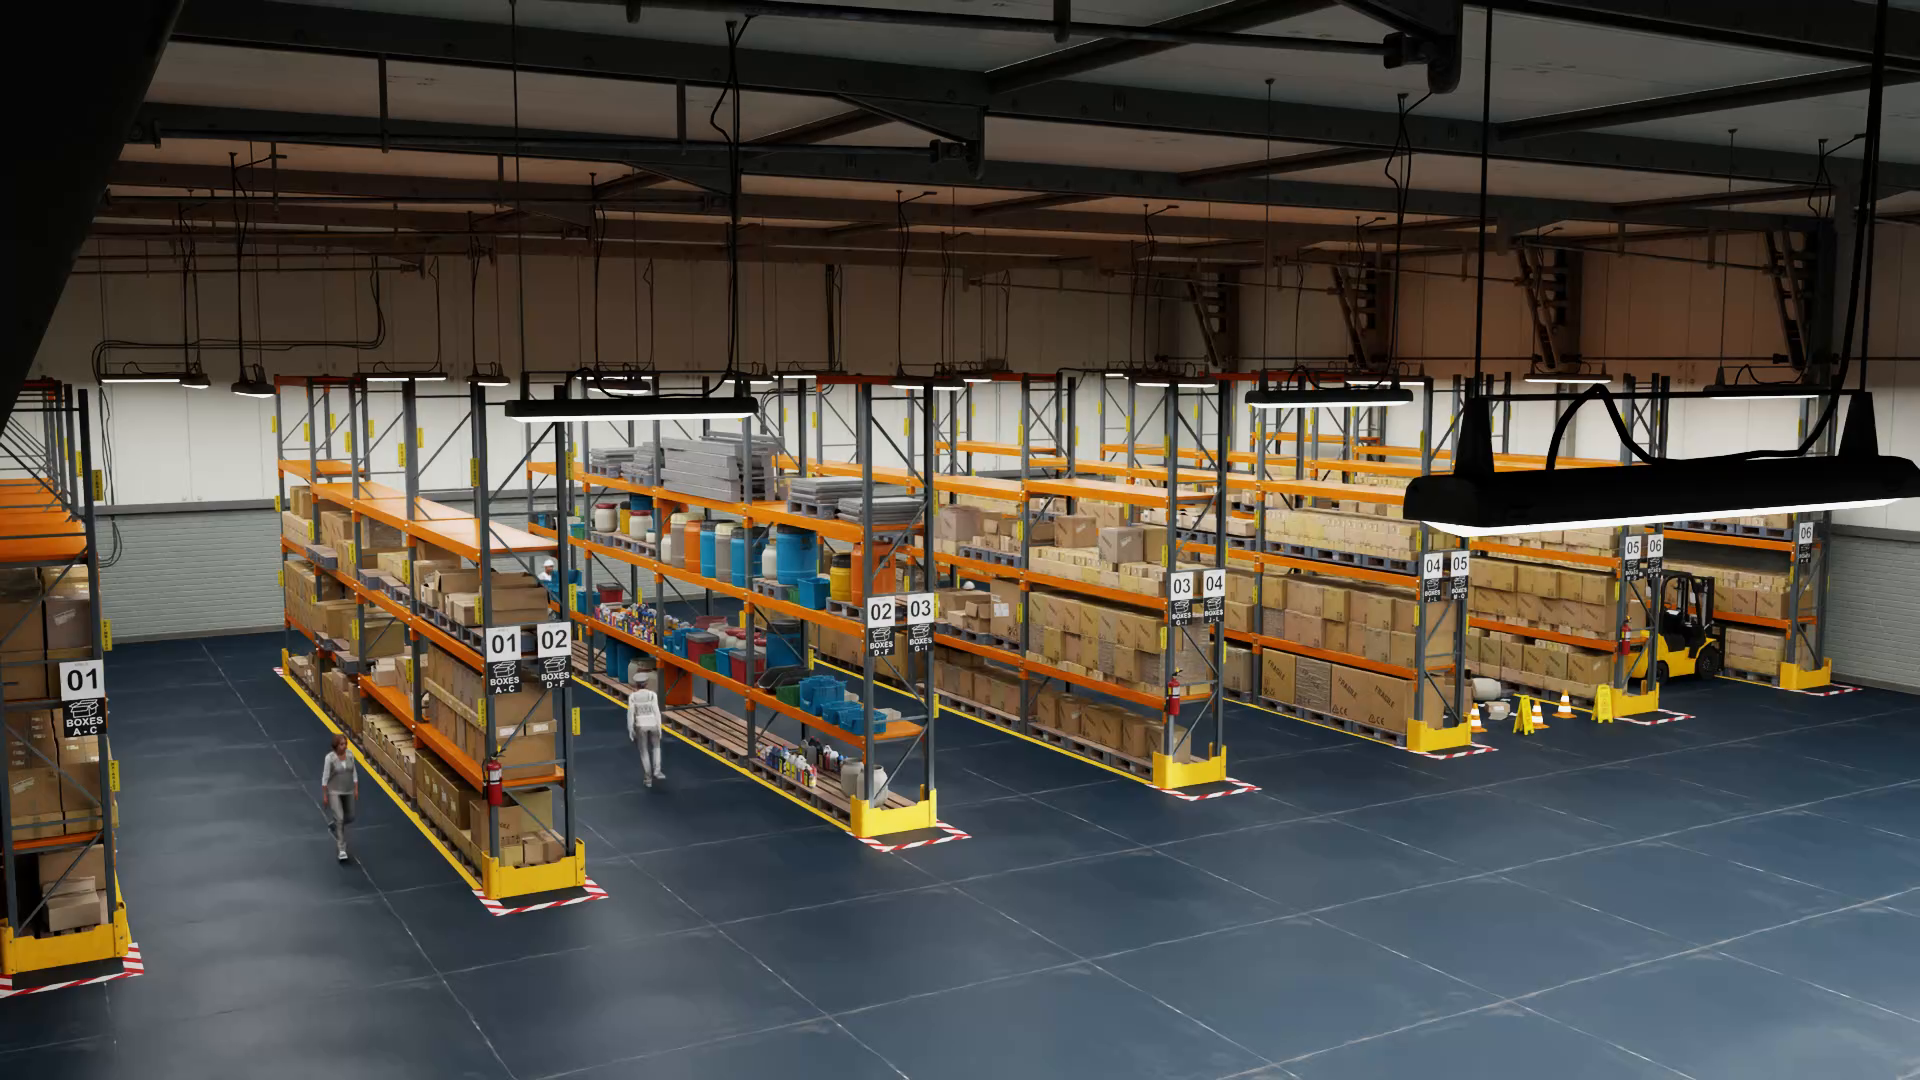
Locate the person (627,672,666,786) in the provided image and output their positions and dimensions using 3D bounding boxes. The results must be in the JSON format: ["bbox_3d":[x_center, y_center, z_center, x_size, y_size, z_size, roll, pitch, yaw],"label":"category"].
[{"bbox_3d":[-4.651,2.799,24.635,0.527,1.676,0.483,-2,7,-20],"label":"person"}]

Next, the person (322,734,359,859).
[{"bbox_3d":[-7.925,3.226,21.251,0.454,1.557,0.840,-6,9,-44],"label":"person"}]

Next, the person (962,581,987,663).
[{"bbox_3d":[0.235,1.728,34.106,0.606,1.761,0.635,-2,7,-19],"label":"person"}]

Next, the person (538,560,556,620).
[{"bbox_3d":[-9.331,1.307,37.826,1.110,1.714,0.570,2,7,19],"label":"person"}]
